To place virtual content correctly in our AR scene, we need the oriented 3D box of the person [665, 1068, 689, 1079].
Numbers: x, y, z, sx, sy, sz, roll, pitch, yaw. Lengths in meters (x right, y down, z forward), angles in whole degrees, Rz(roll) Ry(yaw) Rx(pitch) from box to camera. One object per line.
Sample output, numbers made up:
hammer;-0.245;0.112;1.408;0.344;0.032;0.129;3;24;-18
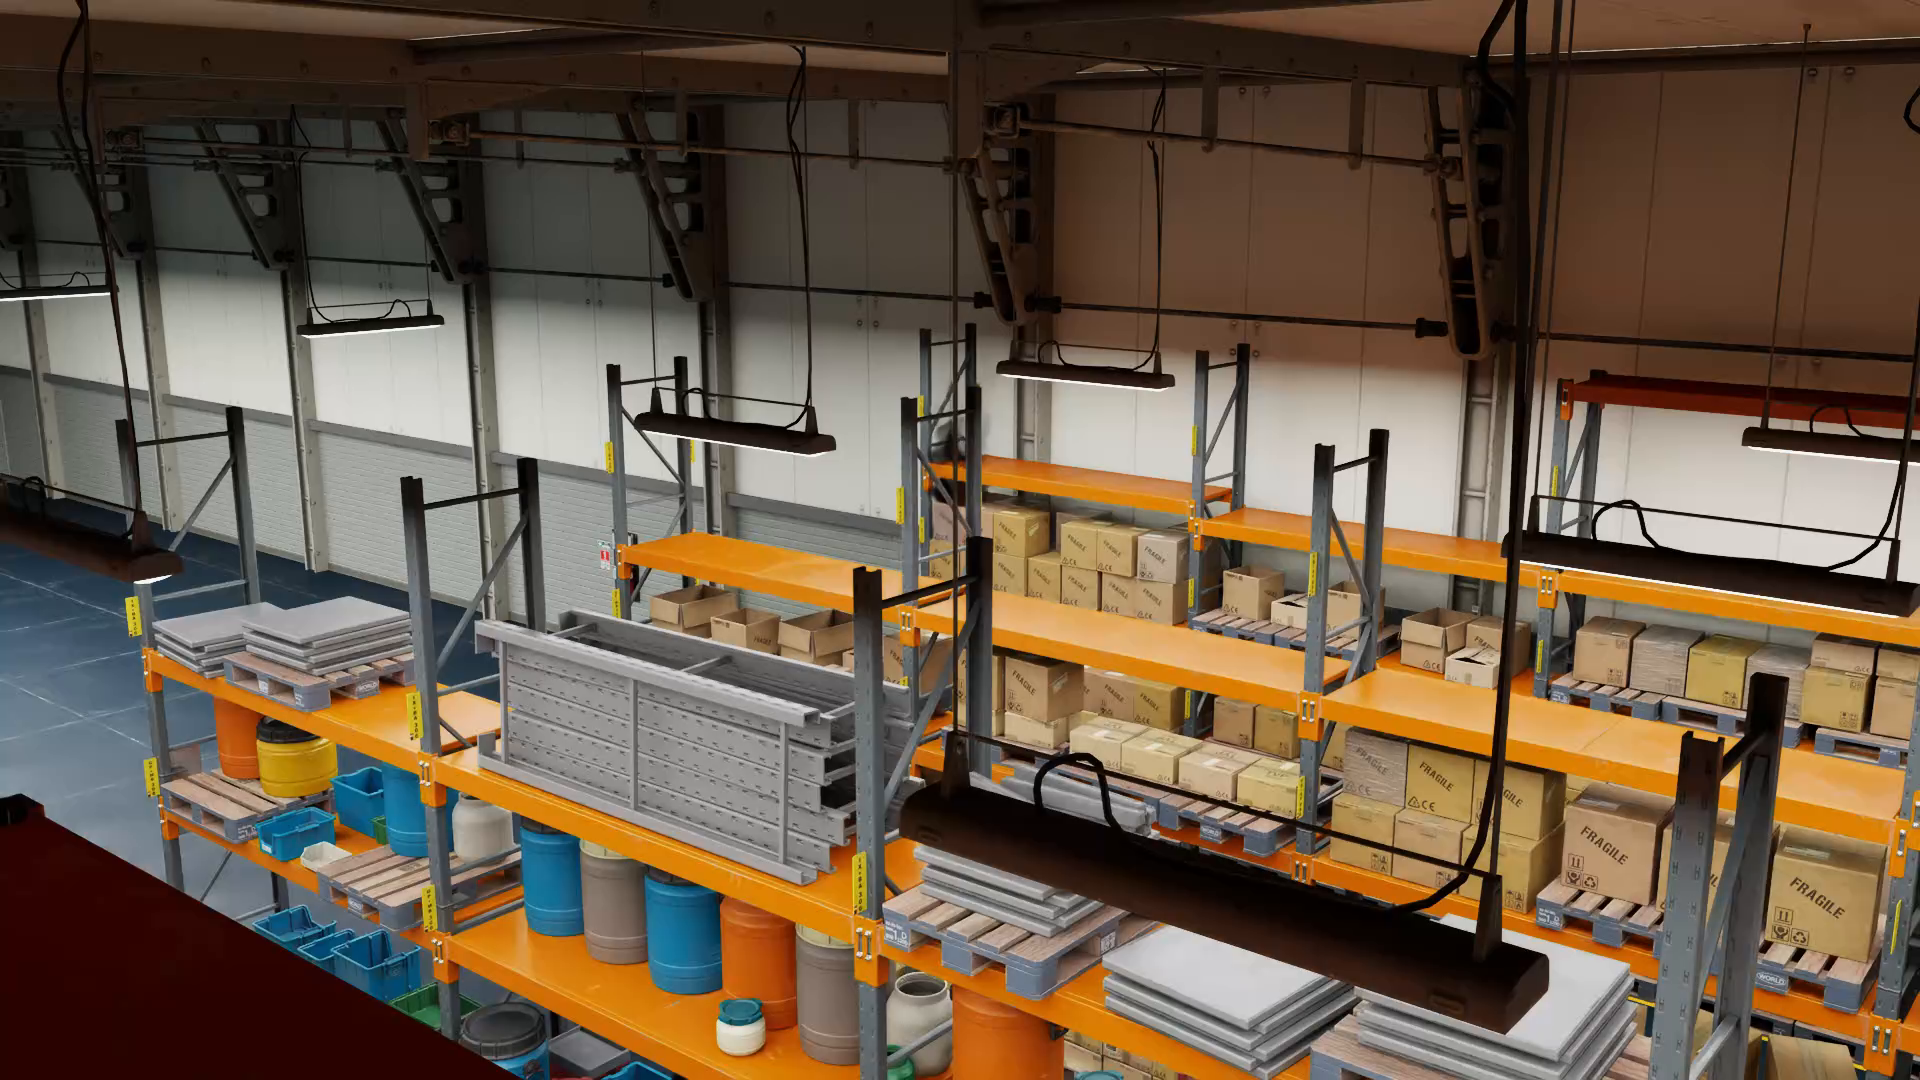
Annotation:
person;-2.103;4.331;13.493;0.584;1.596;0.609;6;14;25
